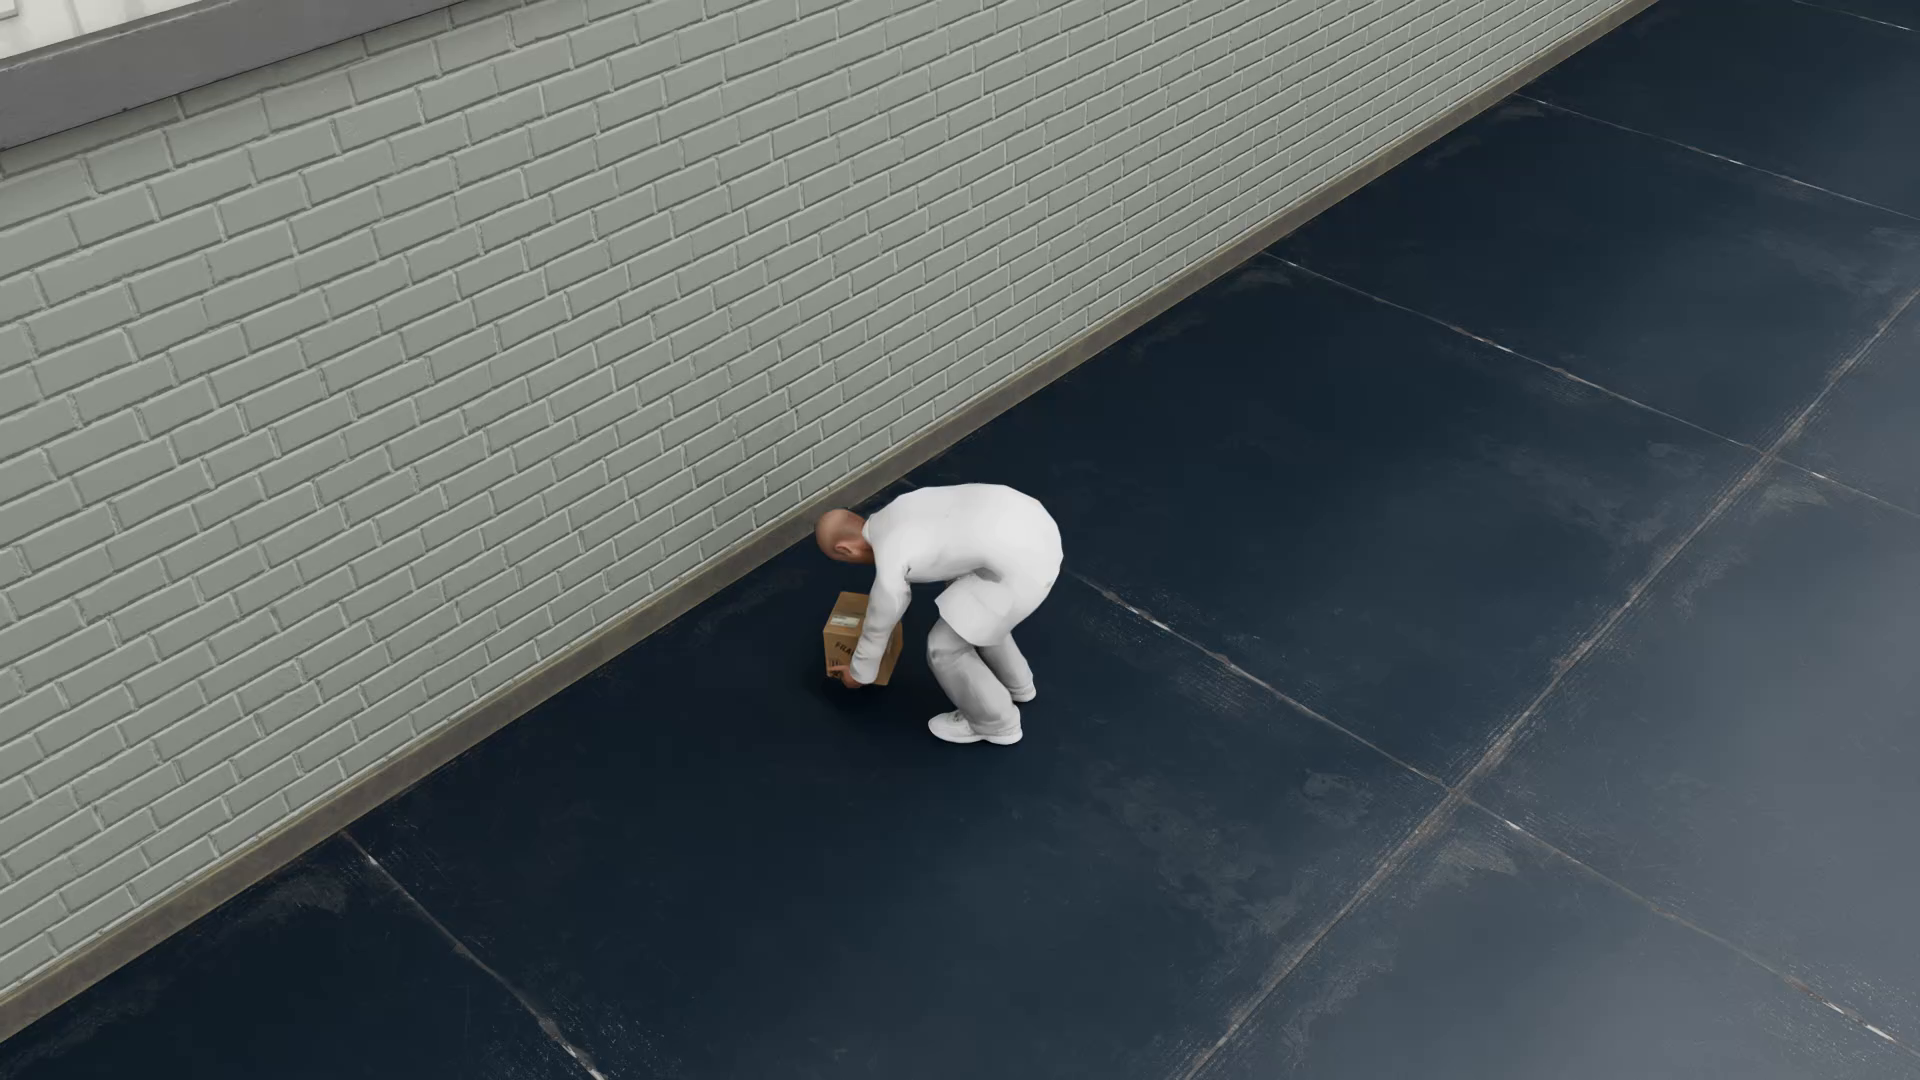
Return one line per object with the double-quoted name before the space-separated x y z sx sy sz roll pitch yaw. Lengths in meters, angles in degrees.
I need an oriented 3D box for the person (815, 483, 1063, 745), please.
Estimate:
"person" -0.087 0.253 6.419 0.947 1.065 0.584 7 39 9
